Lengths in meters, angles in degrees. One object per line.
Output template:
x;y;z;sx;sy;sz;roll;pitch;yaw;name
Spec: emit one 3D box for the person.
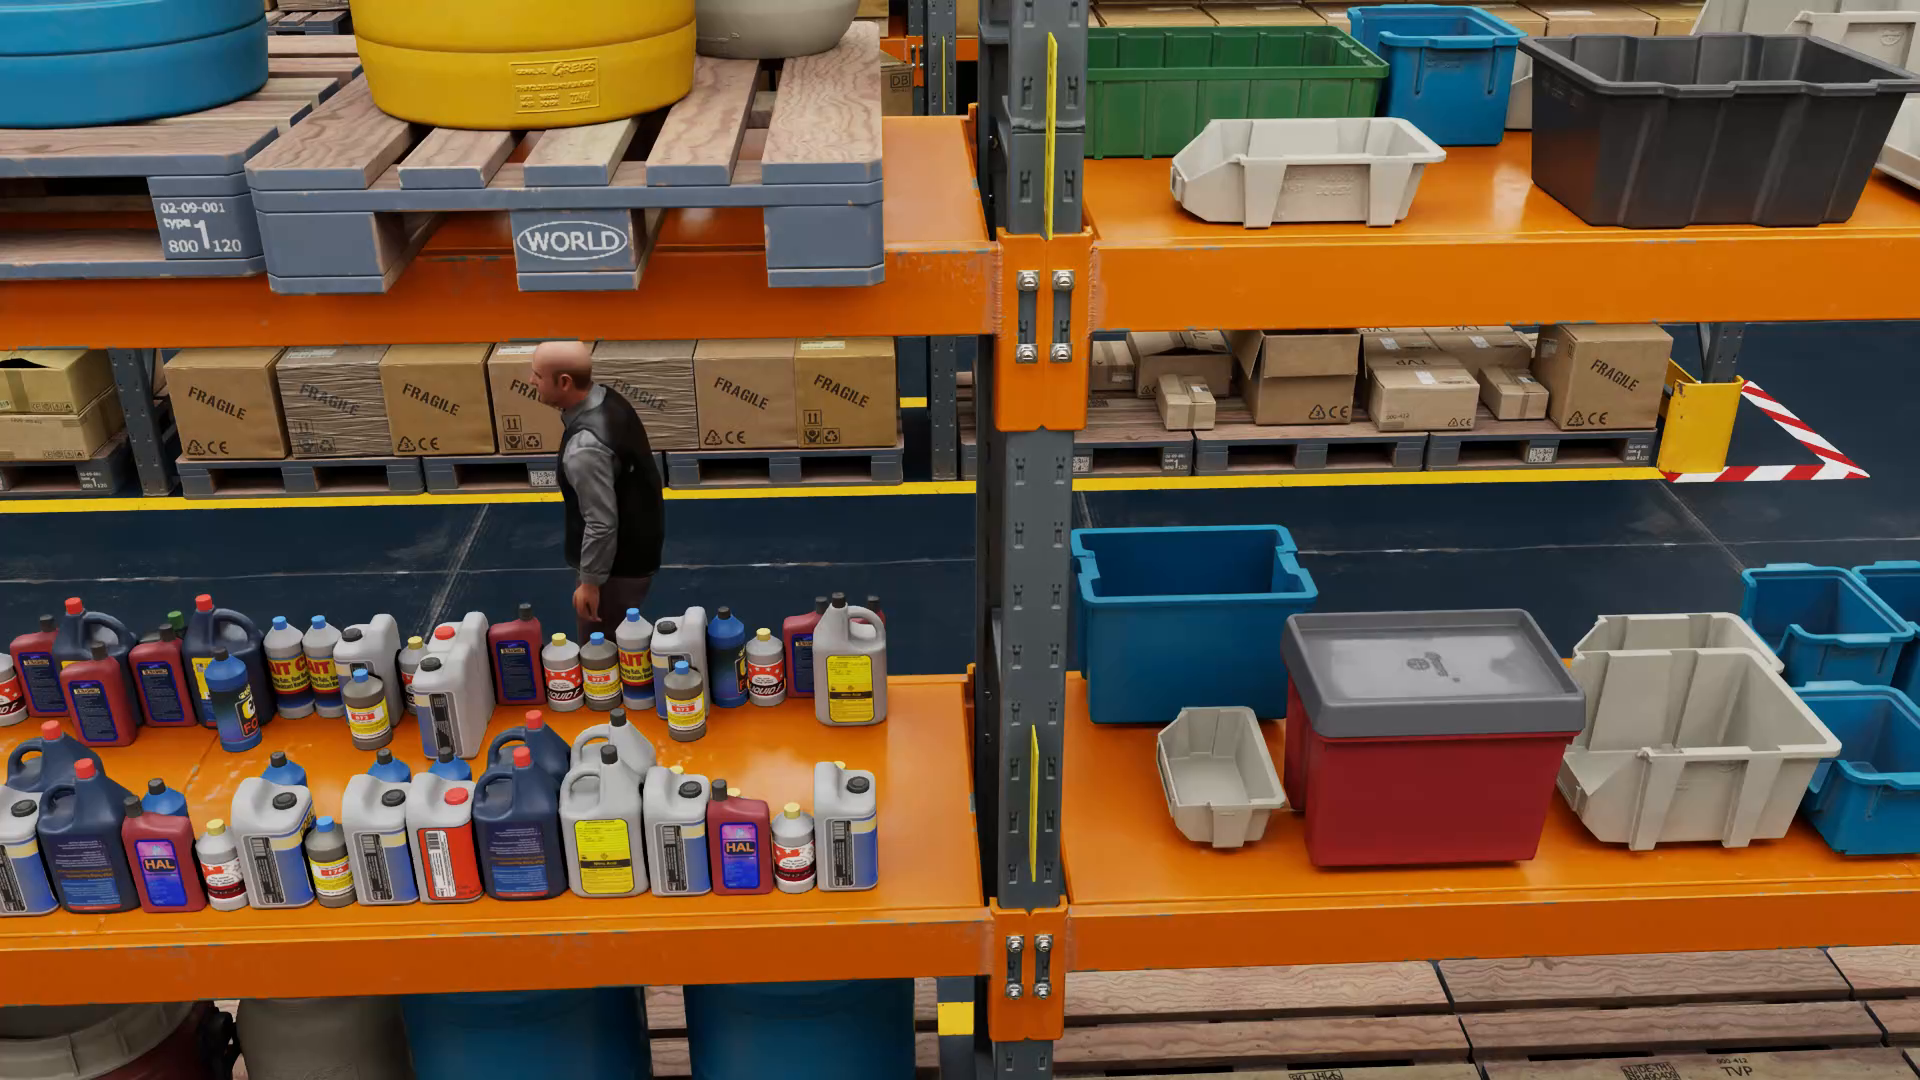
-1.261;0.070;6.011;0.412;1.720;0.584;-2;27;-3;person
